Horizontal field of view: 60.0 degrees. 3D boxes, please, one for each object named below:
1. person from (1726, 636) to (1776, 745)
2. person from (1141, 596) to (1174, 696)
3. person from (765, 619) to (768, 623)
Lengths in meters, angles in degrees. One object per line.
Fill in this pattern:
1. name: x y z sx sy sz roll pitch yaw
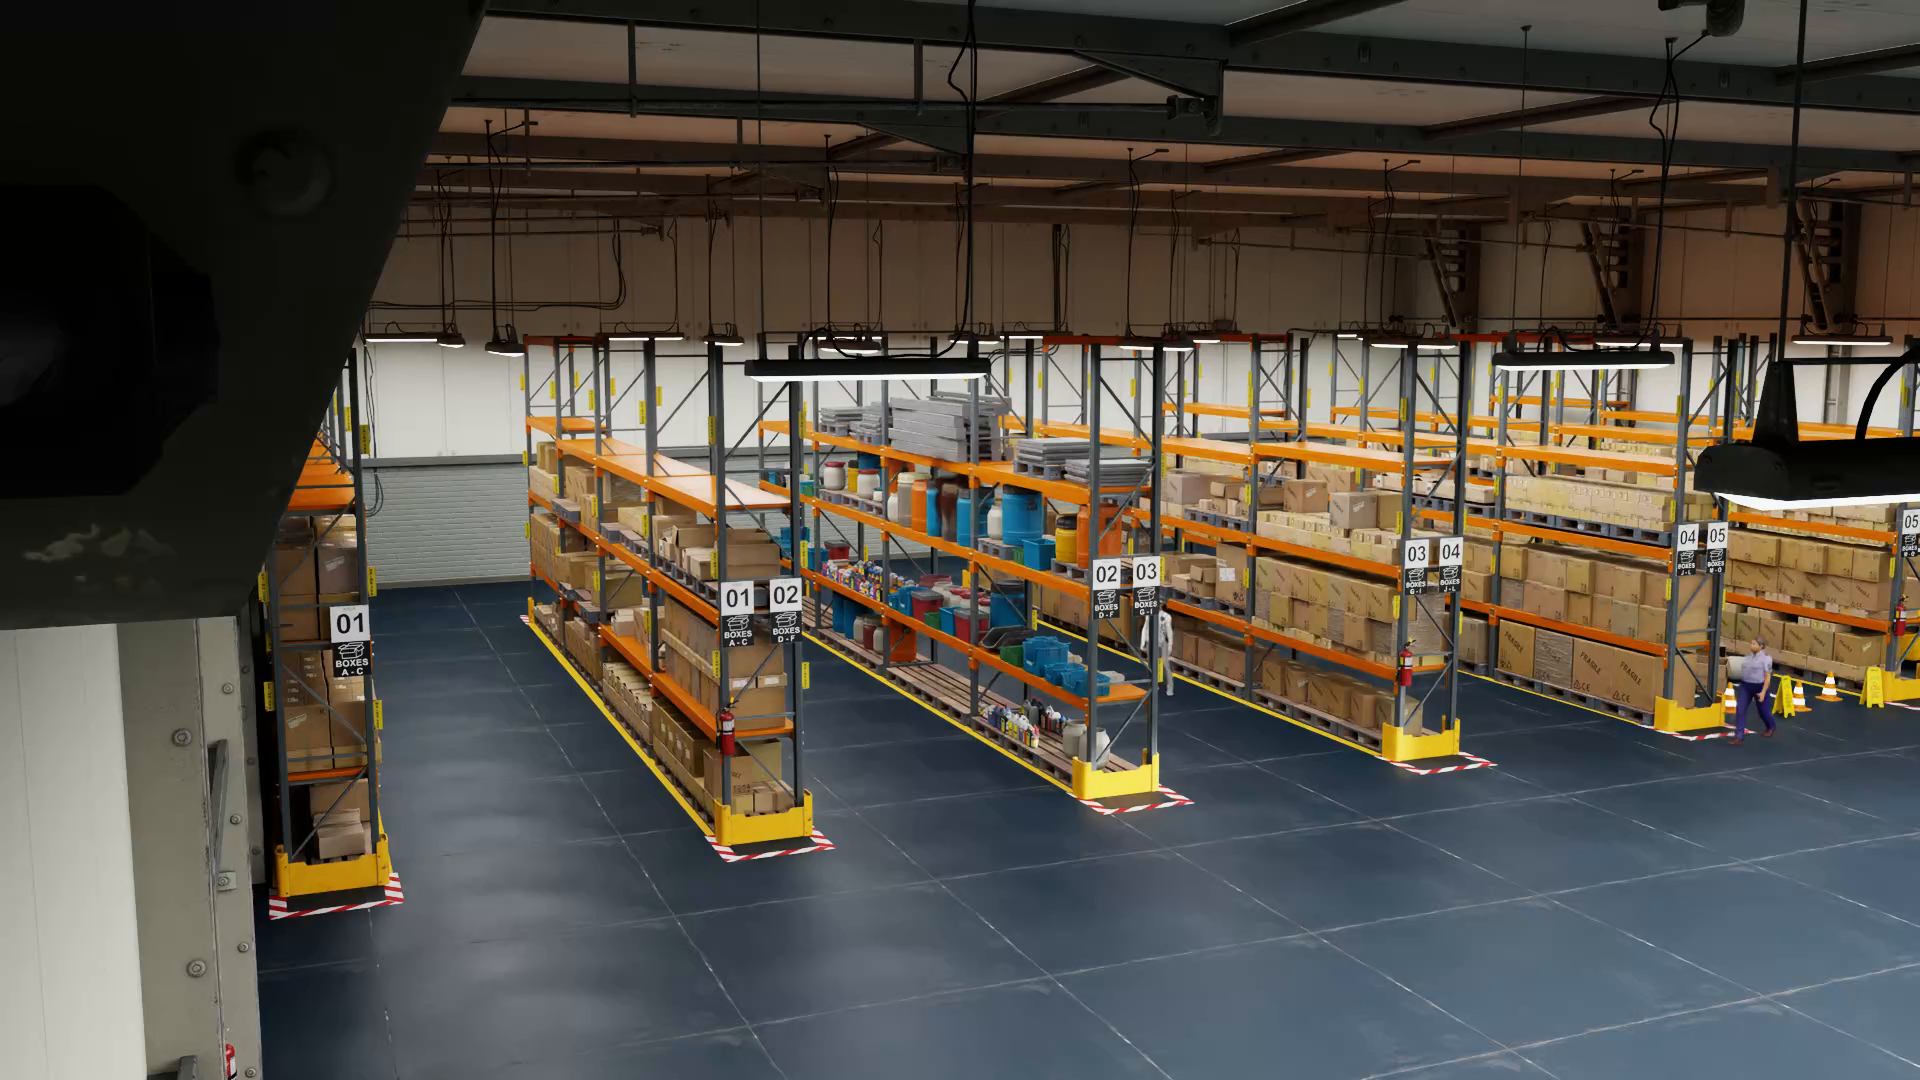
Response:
1. person: 11.863 2.238 24.820 0.459 1.614 0.906 7 11 44
2. person: 3.376 1.778 28.283 0.596 1.681 0.507 3 8 18
3. person: -3.847 1.485 29.891 0.684 1.717 0.878 -3 8 -23
